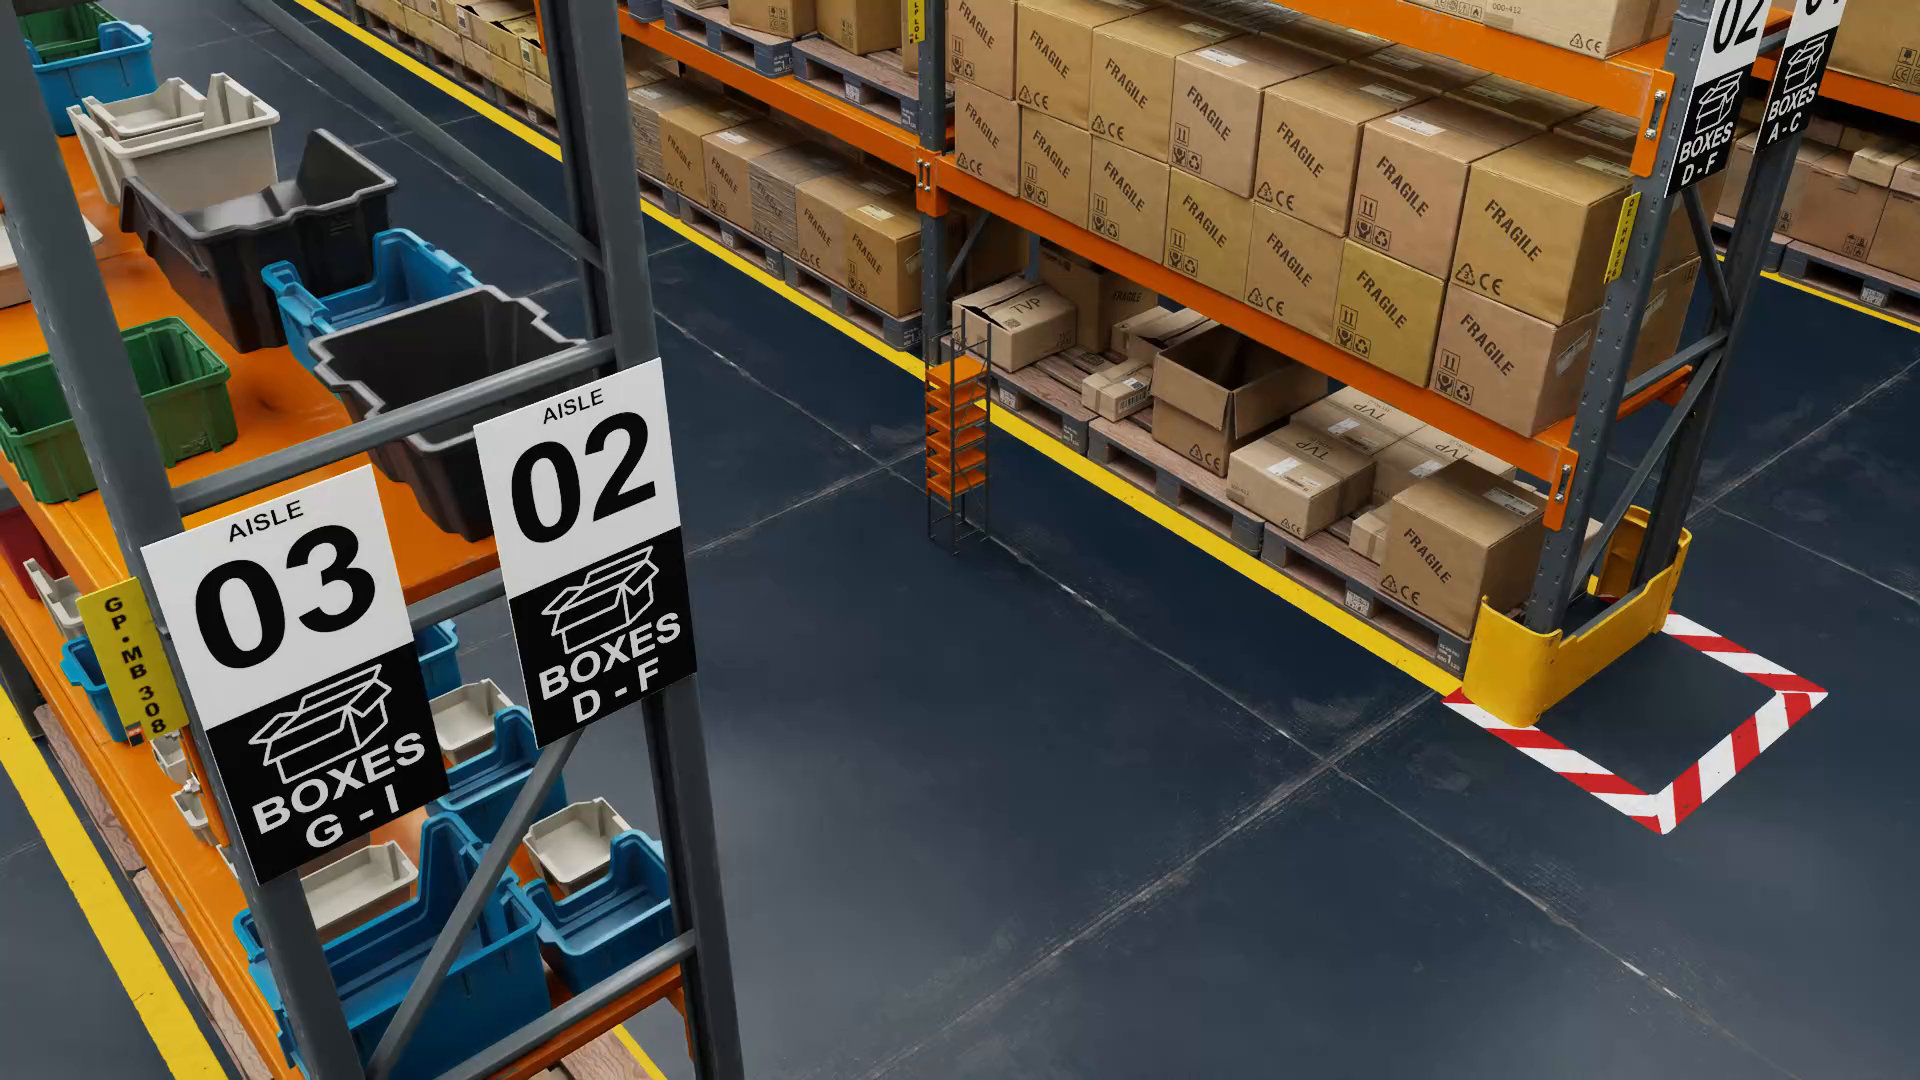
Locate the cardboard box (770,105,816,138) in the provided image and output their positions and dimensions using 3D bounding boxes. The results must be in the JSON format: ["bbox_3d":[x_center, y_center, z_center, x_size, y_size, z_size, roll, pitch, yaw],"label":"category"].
[{"bbox_3d":[-0.895,-2.863,10.830,0.500,0.250,0.500,-27,43,-33],"label":"cardboard box"}]

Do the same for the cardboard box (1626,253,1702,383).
[{"bbox_3d":[2.697,-0.999,6.979,0.500,0.500,0.500,-25,42,-31],"label":"cardboard box"}]

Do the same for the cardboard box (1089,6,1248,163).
[{"bbox_3d":[0.954,-2.111,7.684,0.500,0.500,0.500,-27,44,-33],"label":"cardboard box"}]

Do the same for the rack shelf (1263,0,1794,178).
[{"bbox_3d":[1.491,-2.478,7.180,1.077,0.370,4.000,-26,43,-32],"label":"rack shelf"}]

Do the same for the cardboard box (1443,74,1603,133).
[{"bbox_3d":[2.354,-1.635,7.012,0.500,0.500,0.500,-26,43,-31],"label":"cardboard box"}]

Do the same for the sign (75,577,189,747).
[{"bbox_3d":[-1.414,0.213,2.850,0.100,0.325,0.005,-26,43,-32],"label":"sign"}]

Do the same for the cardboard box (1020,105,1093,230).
[{"bbox_3d":[0.654,-1.919,8.278,0.500,0.500,0.500,-25,42,-31],"label":"cardboard box"}]

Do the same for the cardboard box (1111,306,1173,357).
[{"bbox_3d":[1.072,-1.157,9.375,0.380,0.149,0.250,-26,43,-32],"label":"cardboard box"}]

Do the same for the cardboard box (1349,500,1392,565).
[{"bbox_3d":[2.050,-0.048,7.793,0.380,0.166,0.250,-26,43,-32],"label":"cardboard box"}]

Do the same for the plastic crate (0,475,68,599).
[{"bbox_3d":[-3.201,-0.147,5.755,0.402,0.464,0.583,-26,43,-32],"label":"plastic crate"}]

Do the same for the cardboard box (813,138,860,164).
[{"bbox_3d":[-0.595,-2.349,10.753,0.500,0.500,0.500,-25,43,-31],"label":"cardboard box"}]

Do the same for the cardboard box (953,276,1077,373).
[{"bbox_3d":[0.306,-1.246,9.360,0.500,0.311,0.500,-26,43,-32],"label":"cardboard box"}]

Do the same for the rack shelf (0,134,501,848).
[{"bbox_3d":[-2.295,-0.632,4.574,1.077,0.370,4.000,-26,43,-32],"label":"rack shelf"}]

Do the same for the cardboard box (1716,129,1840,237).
[{"bbox_3d":[5.387,-2.379,10.813,0.700,0.500,0.500,-28,44,-33],"label":"cardboard box"}]

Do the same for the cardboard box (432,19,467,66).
[{"bbox_3d":[-3.899,-4.062,13.406,0.500,0.250,0.500,-25,42,-31],"label":"cardboard box"}]

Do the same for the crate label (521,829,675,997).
[{"bbox_3d":[-0.913,0.994,4.344,0.416,0.233,0.303,-26,43,-32],"label":"crate label"}]

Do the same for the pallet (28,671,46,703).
[{"bbox_3d":[-4.052,0.197,7.788,1.003,0.211,1.213,-26,43,-32],"label":"pallet"}]

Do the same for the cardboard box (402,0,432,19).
[{"bbox_3d":[-4.232,-4.514,13.559,0.500,0.311,0.500,-28,44,-33],"label":"cardboard box"}]

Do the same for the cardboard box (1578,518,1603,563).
[{"bbox_3d":[2.774,0.007,7.731,0.380,0.149,0.250,-26,43,-32],"label":"cardboard box"}]

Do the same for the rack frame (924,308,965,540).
[{"bbox_3d":[-0.068,-0.536,7.969,0.240,1.200,0.006,-26,43,-32],"label":"rack frame"}]

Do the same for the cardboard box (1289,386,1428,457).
[{"bbox_3d":[2.002,-0.509,8.372,0.500,0.250,0.500,-26,43,-32],"label":"cardboard box"}]

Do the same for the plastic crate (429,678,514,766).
[{"bbox_3d":[-1.494,0.561,5.039,0.250,0.136,0.298,-26,43,-32],"label":"plastic crate"}]

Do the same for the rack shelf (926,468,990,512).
[{"bbox_3d":[-0.009,-0.264,8.077,0.258,0.103,0.180,-26,43,-32],"label":"rack shelf"}]

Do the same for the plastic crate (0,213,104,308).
[{"bbox_3d":[-2.528,-0.754,4.353,0.437,0.136,0.530,-26,43,-32],"label":"plastic crate"}]

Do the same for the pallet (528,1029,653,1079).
[{"bbox_3d":[-1.507,1.941,5.326,1.003,0.211,1.213,-26,43,-32],"label":"pallet"}]

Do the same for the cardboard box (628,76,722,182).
[{"bbox_3d":[-1.963,-2.819,11.417,0.500,0.500,0.500,-28,44,-33],"label":"cardboard box"}]

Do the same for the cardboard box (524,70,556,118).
[{"bbox_3d":[-2.907,-3.387,12.452,0.500,0.250,0.500,-25,42,-31],"label":"cardboard box"}]

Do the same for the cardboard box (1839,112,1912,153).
[{"bbox_3d":[5.780,-2.554,10.500,0.380,0.149,0.250,-26,43,-31],"label":"cardboard box"}]

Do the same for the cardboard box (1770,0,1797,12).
[{"bbox_3d":[5.264,-3.514,10.357,0.980,0.700,0.700,-28,44,-34],"label":"cardboard box"}]

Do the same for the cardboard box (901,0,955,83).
[{"bbox_3d":[0.065,-2.935,9.349,0.500,0.500,0.700,19,39,24],"label":"cardboard box"}]

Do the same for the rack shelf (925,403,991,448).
[{"bbox_3d":[-0.009,-0.558,7.869,0.258,0.103,0.180,-26,43,-32],"label":"rack shelf"}]

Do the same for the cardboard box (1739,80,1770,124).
[{"bbox_3d":[5.286,-2.891,10.976,0.380,0.149,0.250,-27,43,-33],"label":"cardboard box"}]

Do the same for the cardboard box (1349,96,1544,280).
[{"bbox_3d":[1.958,-1.430,6.722,0.500,0.500,0.500,-25,42,-31],"label":"cardboard box"}]

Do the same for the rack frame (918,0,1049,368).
[{"bbox_3d":[0.200,-2.430,9.086,1.000,3.000,0.127,-26,43,-32],"label":"rack frame"}]

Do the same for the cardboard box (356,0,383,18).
[{"bbox_3d":[-4.891,-4.741,14.364,0.500,0.250,0.500,-27,43,-33],"label":"cardboard box"}]

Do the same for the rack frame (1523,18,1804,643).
[{"bbox_3d":[2.782,-0.664,6.592,1.000,3.000,0.127,-26,43,-32],"label":"rack frame"}]

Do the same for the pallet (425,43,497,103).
[{"bbox_3d":[-3.666,-3.975,13.679,1.003,0.211,1.213,-26,43,-32],"label":"pallet"}]

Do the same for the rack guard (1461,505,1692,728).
[{"bbox_3d":[2.733,0.322,7.362,1.175,0.500,0.348,-26,43,-32],"label":"rack guard"}]

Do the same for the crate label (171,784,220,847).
[{"bbox_3d":[-2.044,0.725,4.807,0.396,0.136,0.243,-26,43,-32],"label":"crate label"}]

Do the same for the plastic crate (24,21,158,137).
[{"bbox_3d":[-2.755,-1.457,5.262,0.416,0.233,0.300,-26,43,-32],"label":"plastic crate"}]

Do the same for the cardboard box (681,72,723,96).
[{"bbox_3d":[-1.598,-3.030,11.715,0.500,0.500,0.500,-24,42,-30],"label":"cardboard box"}]

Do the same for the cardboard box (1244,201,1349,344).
[{"bbox_3d":[1.629,-1.251,7.335,0.500,0.500,0.500,-26,43,-31],"label":"cardboard box"}]

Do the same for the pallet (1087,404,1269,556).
[{"bbox_3d":[1.434,-0.450,8.702,1.003,0.211,1.213,-26,43,-32],"label":"pallet"}]

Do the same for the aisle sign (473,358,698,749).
[{"bbox_3d":[-0.731,0.042,3.346,0.394,0.787,0.004,-26,43,-32],"label":"aisle sign"}]

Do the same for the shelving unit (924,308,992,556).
[{"bbox_3d":[-0.009,-0.496,7.912,0.258,1.200,0.189,-26,43,-32],"label":"shelving unit"}]

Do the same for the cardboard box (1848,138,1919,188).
[{"bbox_3d":[5.648,-2.302,10.144,0.380,0.149,0.250,-25,42,-31],"label":"cardboard box"}]

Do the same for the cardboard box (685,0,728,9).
[{"bbox_3d":[-1.444,-3.697,10.425,0.700,0.500,0.500,-18,39,-24],"label":"cardboard box"}]

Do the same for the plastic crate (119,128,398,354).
[{"bbox_3d":[-1.781,-0.794,4.234,0.504,0.338,0.767,-26,43,-32],"label":"plastic crate"}]

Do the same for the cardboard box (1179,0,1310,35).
[{"bbox_3d":[1.382,-2.304,7.957,0.500,0.500,0.500,-26,43,-31],"label":"cardboard box"}]

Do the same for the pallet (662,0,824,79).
[{"bbox_3d":[-1.123,-3.261,10.425,1.003,0.211,1.213,-26,43,-32],"label":"pallet"}]

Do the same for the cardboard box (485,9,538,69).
[{"bbox_3d":[-3.248,-3.841,12.608,0.500,0.311,0.500,-27,43,-32],"label":"cardboard box"}]

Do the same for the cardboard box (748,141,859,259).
[{"bbox_3d":[-0.973,-2.143,10.463,0.500,0.500,0.500,-25,43,-31],"label":"cardboard box"}]

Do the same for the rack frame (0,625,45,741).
[{"bbox_3d":[-3.586,-0.584,6.480,1.000,3.000,0.127,-26,43,-32],"label":"rack frame"}]

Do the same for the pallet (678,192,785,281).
[{"bbox_3d":[-1.145,-2.176,11.140,1.003,0.211,1.213,-26,43,-32],"label":"pallet"}]
